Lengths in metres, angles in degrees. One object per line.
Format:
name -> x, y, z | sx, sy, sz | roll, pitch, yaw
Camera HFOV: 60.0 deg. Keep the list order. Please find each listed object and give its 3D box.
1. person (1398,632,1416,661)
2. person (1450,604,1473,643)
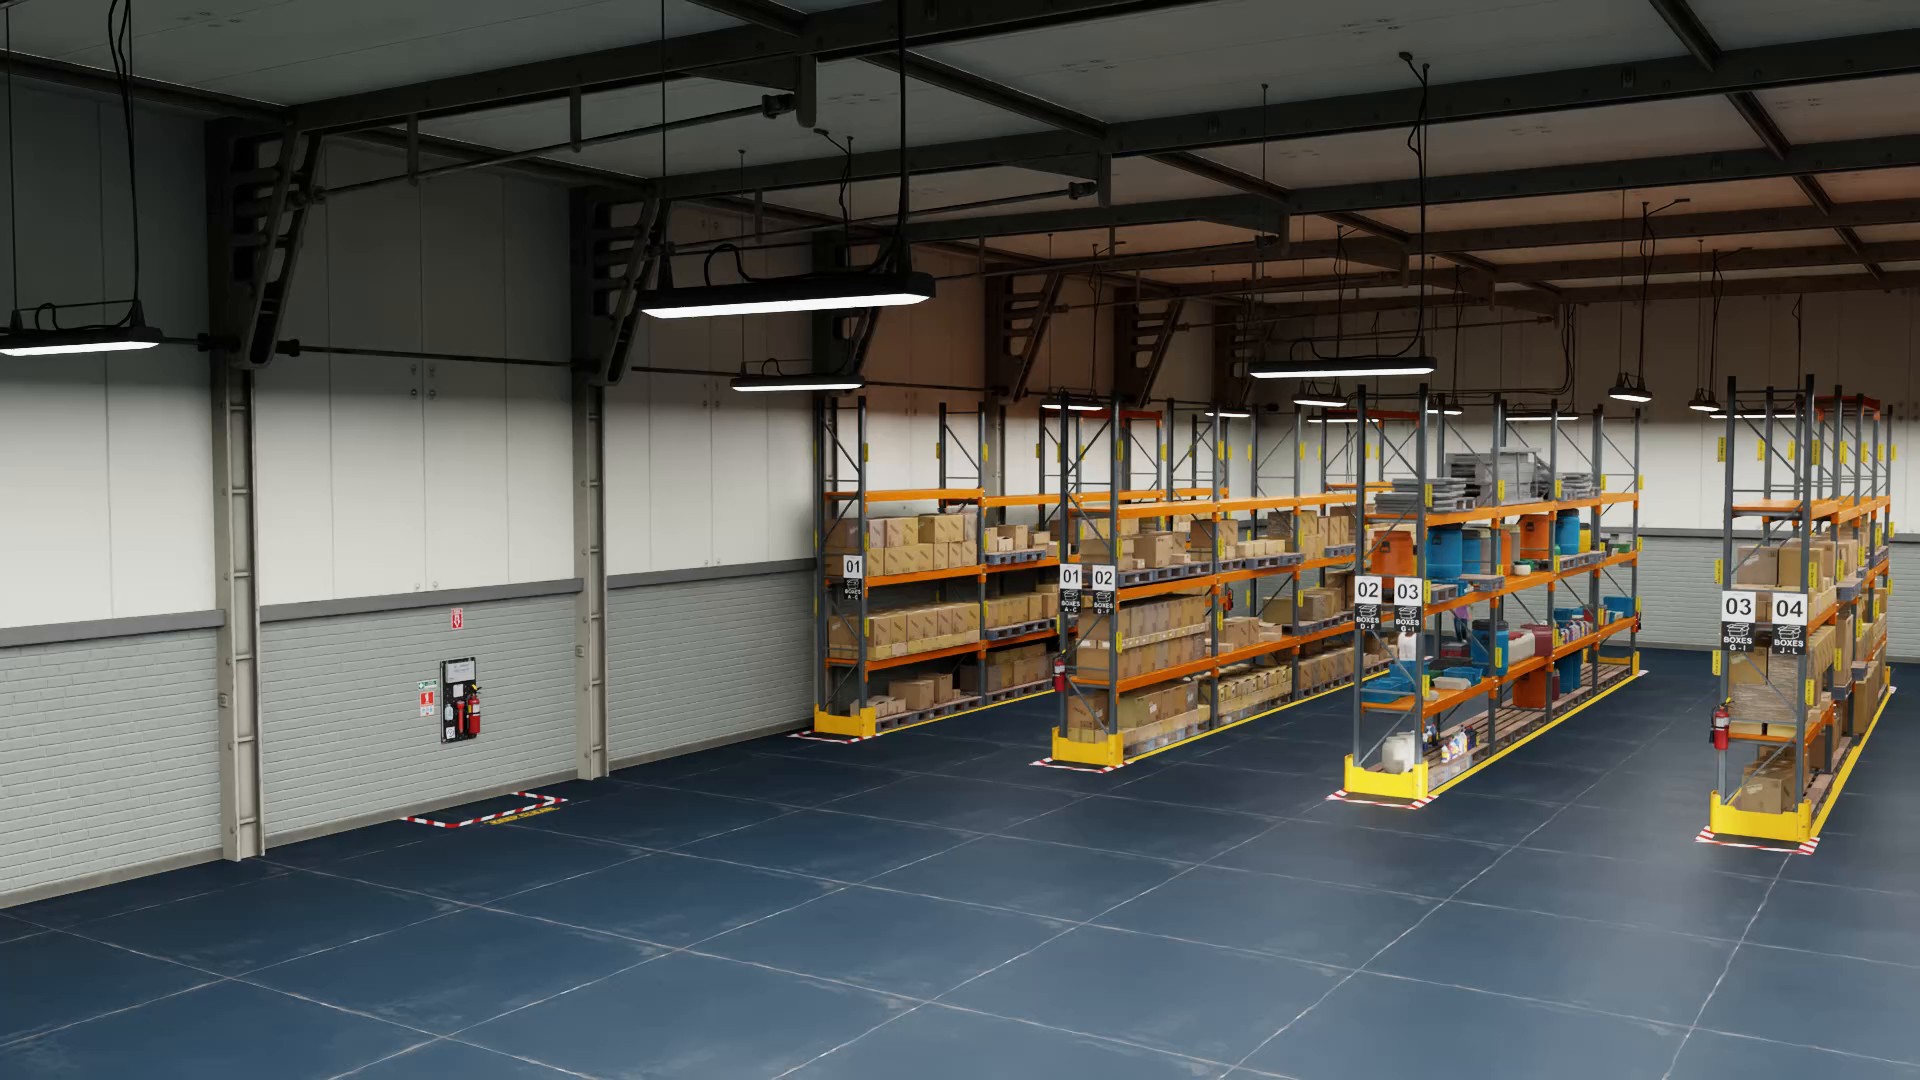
person -> 8.838, 2.399, 32.736 | 0.562, 1.695, 1.067 | 2, 3, 27
person -> 12.853, 2.003, 42.617 | 0.576, 1.541, 0.491 | 1, 3, 25
